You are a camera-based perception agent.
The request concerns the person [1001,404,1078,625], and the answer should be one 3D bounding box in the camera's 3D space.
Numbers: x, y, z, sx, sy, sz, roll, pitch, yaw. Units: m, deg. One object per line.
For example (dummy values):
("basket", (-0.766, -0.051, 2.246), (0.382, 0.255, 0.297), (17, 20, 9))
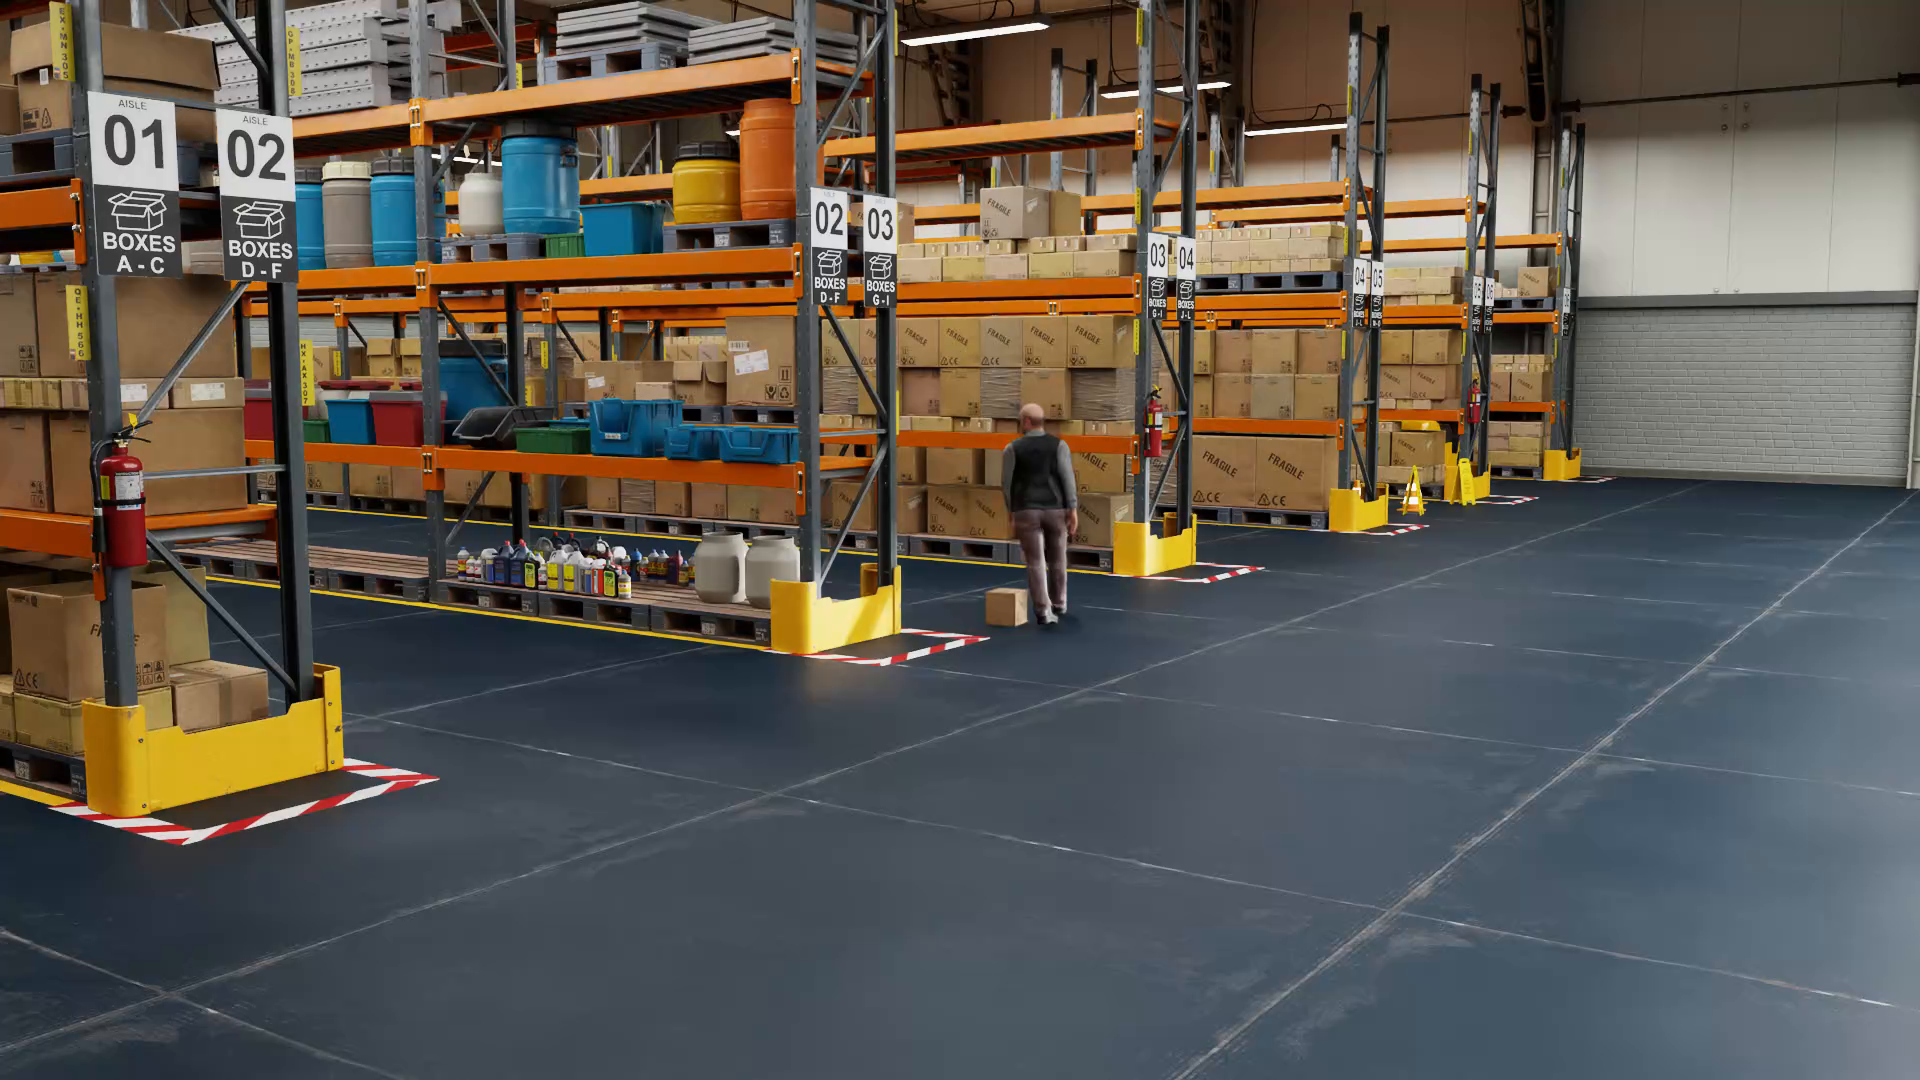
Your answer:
("person", (0.593, -0.217, 12.802), (0.575, 1.667, 0.913), (0, 6, -4))
